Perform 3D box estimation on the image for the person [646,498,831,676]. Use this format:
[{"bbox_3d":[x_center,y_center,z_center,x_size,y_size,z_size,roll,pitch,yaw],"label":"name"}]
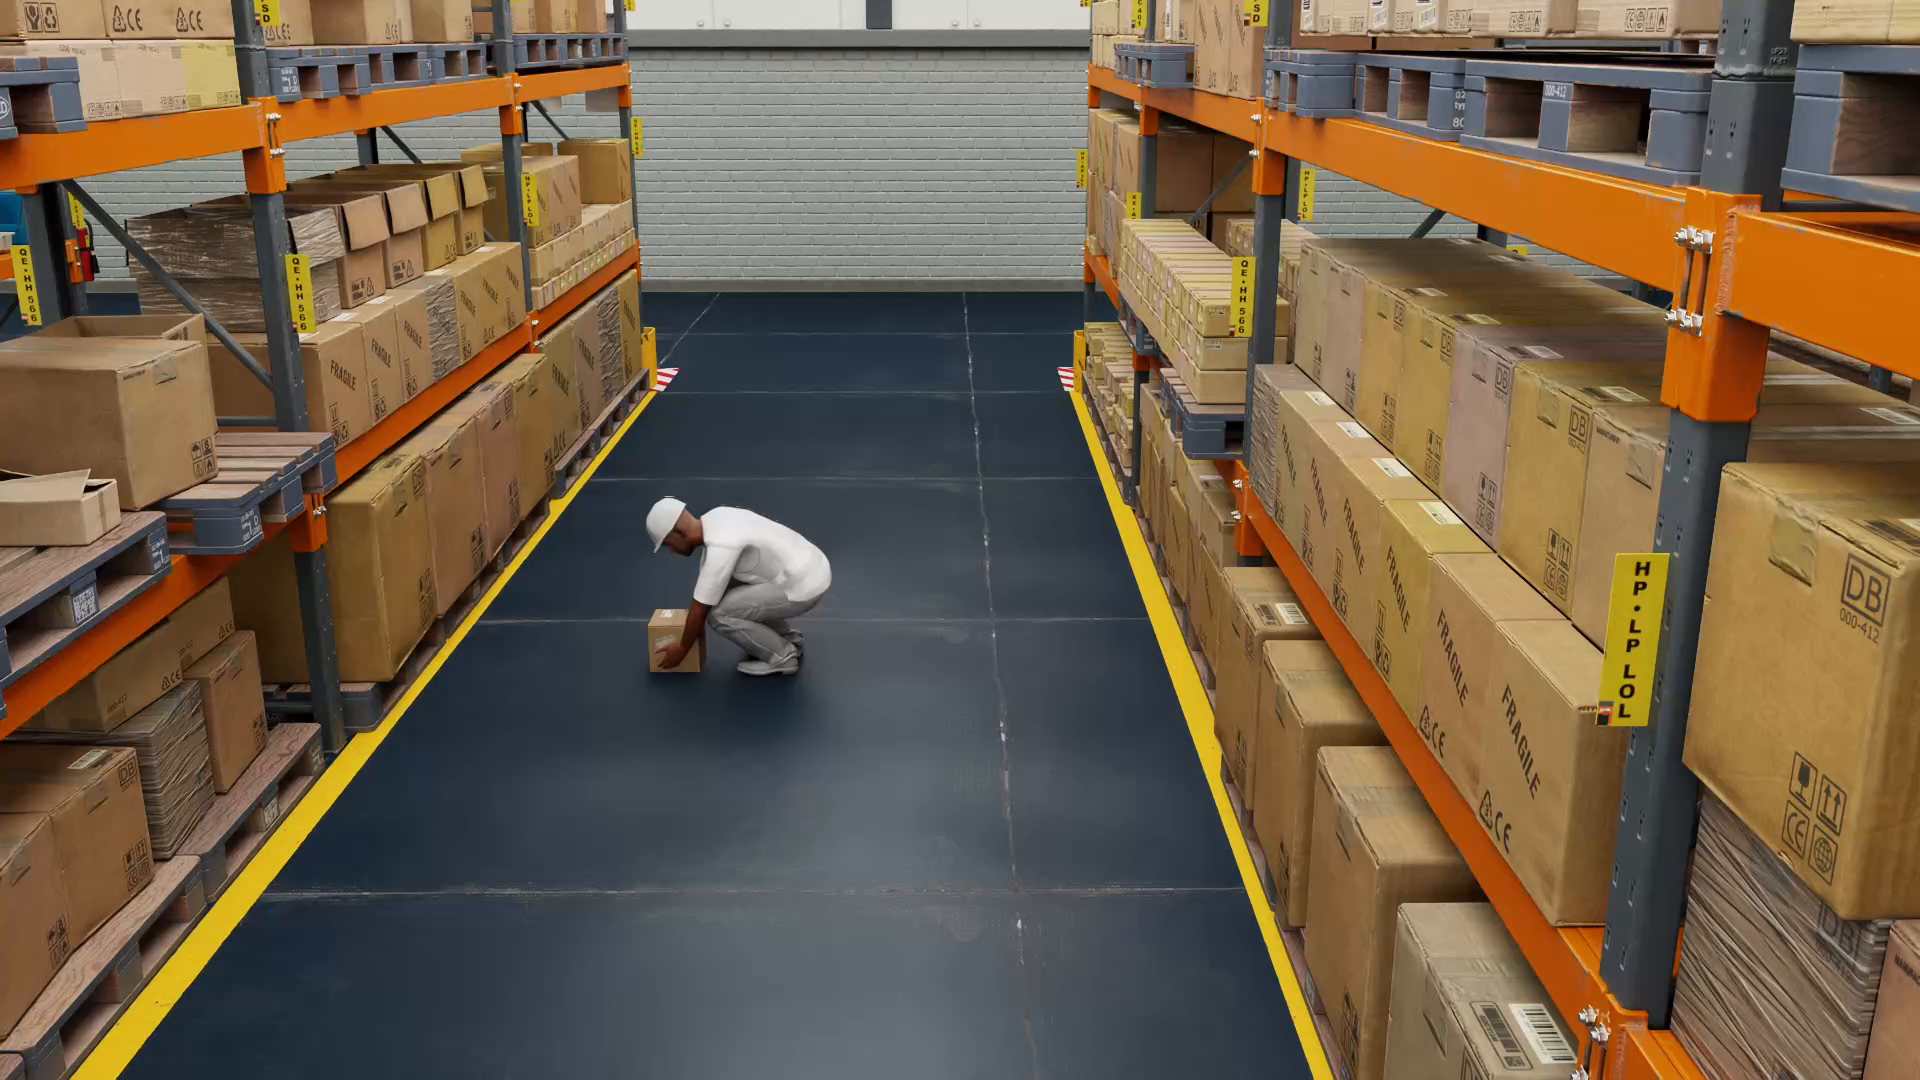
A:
[{"bbox_3d":[-1.094,0.214,8.307,0.896,0.893,0.564,0,17,-1],"label":"person"}]
